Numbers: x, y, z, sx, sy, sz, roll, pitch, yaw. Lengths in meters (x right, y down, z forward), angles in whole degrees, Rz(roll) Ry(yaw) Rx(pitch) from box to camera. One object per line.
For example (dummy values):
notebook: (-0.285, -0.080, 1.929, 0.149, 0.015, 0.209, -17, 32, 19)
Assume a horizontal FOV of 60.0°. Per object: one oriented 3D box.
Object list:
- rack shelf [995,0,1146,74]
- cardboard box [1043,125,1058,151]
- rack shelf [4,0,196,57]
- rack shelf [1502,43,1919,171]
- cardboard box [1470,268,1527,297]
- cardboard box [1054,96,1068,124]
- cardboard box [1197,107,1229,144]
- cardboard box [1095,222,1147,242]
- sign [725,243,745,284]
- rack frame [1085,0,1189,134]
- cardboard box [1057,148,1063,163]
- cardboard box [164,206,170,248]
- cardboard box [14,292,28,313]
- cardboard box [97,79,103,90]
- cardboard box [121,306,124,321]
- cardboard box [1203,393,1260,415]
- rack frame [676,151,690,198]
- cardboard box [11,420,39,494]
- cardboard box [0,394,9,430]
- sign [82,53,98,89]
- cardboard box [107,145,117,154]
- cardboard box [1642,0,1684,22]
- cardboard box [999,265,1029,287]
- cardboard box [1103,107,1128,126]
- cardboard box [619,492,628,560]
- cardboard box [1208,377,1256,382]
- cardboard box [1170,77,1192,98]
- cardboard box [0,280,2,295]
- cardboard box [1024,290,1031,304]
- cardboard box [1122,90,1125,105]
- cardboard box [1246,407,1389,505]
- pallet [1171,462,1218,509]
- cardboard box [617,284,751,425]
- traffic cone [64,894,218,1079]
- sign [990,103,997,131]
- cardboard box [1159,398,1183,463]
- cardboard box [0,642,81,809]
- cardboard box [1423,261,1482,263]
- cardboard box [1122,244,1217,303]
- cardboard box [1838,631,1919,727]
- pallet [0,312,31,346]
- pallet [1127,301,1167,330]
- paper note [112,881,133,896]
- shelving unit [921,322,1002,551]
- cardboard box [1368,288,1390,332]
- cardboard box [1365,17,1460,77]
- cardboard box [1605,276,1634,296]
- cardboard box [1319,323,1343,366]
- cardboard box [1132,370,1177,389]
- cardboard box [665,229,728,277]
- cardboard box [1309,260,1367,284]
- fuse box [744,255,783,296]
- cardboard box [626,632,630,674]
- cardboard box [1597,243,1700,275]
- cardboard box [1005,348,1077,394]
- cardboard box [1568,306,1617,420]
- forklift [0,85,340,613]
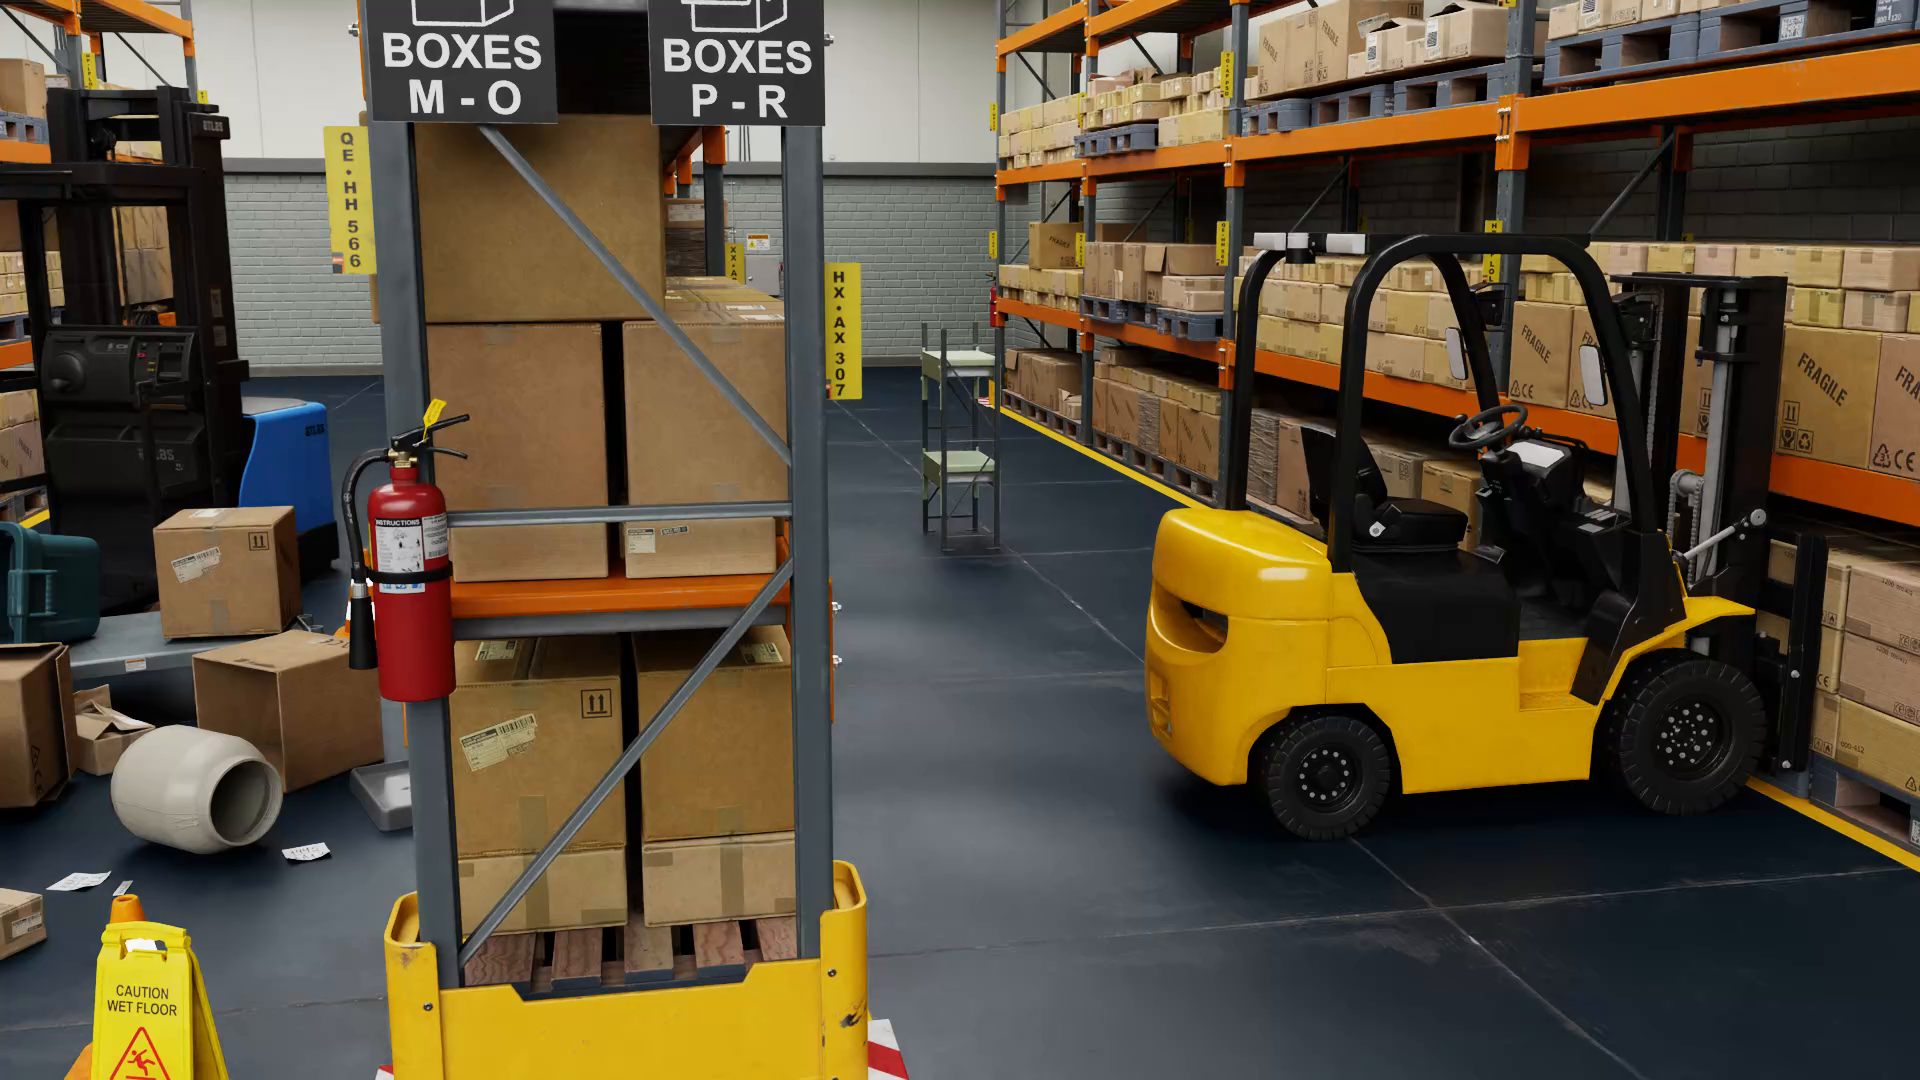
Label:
rack shelf: (1.326, -5.396, 17.910, 1.077, 0.370, 4.000, -2, 11, -11)
cardboard box: (1.176, -4.251, 17.594, 0.500, 0.250, 0.500, -2, 11, -10)
rack shelf: (-8.378, -5.016, 15.915, 1.077, 0.370, 4.000, -2, 11, -11)
rack shelf: (3.660, -1.723, 6.627, 1.077, 0.370, 4.000, -2, 11, -11)
cardboard box: (2.987, -1.392, 8.984, 0.380, 0.149, 0.250, -2, 11, -9)
cardboard box: (1.274, -4.405, 17.063, 0.500, 0.250, 0.500, -2, 11, -12)
cardboard box: (2.155, -3.188, 12.804, 0.500, 0.250, 0.500, -2, 11, -13)
cardboard box: (1.687, -3.160, 17.878, 0.500, 0.500, 0.500, -2, 11, -13)
sign: (-1.066, -1.235, 7.846, 0.100, 0.325, 0.005, -2, 11, -11)
rack frame: (1.715, -5.384, 15.915, 1.000, 3.000, 0.127, -2, 11, -11)
cardboard box: (1.224, -3.982, 17.244, 0.380, 0.149, 0.250, -2, 11, -11)
cardboard box: (-8.225, -3.214, 16.824, 0.500, 0.500, 0.500, -2, 11, -8)
cardboard box: (-7.461, -1.835, 12.866, 0.380, 0.149, 0.250, -2, 11, -9)
cardboard box: (-7.828, -4.012, 14.726, 0.380, 0.149, 0.250, -3, 11, -13)
cardboard box: (-7.949, -2.089, 15.322, 0.380, 0.149, 0.250, -3, 11, -14)
cardboard box: (2.149, -1.081, 13.183, 0.380, 0.149, 0.250, -3, 11, -14)
rack frame: (-2.375, -1.522, 11.670, 1.000, 3.000, 0.127, -2, 11, -11)
cardboard box: (-7.304, -0.627, 12.529, 0.500, 0.500, 0.500, -2, 11, -12)
cardboard box: (-7.206, -0.898, 11.951, 0.500, 0.250, 0.500, -2, 11, -12)
sign: (-7.445, -3.999, 14.225, 0.100, 0.325, 0.005, -2, 11, -11)
cardboard box: (-7.820, -3.551, 14.711, 0.500, 0.250, 0.500, -2, 11, -8)
cardboard box: (3.210, -2.341, 7.231, 0.380, 0.149, 0.250, -2, 11, -9)
cardboard box: (0.761, -3.150, 19.828, 0.500, 0.250, 0.500, -2, 11, -11)
cardboard box: (1.510, -3.832, 15.065, 0.380, 0.149, 0.250, -2, 11, -10)
cardboard box: (-0.745, -0.047, 4.592, 0.380, 0.149, 0.250, -2, 11, -10)
cardboard box: (2.394, -1.342, 14.554, 0.380, 0.149, 0.250, -2, 11, -11)
cardboard box: (1.935, -3.689, 13.573, 0.380, 0.149, 0.250, -2, 11, -12)
cardboard box: (-7.360, -1.884, 12.328, 0.380, 0.149, 0.250, -2, 11, -12)
cardboard box: (0.934, -2.739, 18.734, 0.380, 0.149, 0.250, -2, 11, -13)
cardboard box: (1.656, -3.932, 14.797, 0.380, 0.149, 0.250, -2, 11, -10)
cardboard box: (2.601, -0.628, 12.201, 0.875, 0.625, 0.625, -2, 11, -9)
pallet: (2.385, -0.472, 13.609, 1.003, 0.211, 1.213, -2, 11, -11)
cardboard box: (-1.054, -0.722, 6.404, 0.500, 0.500, 0.500, -2, 11, -9)
traffic cone: (-2.168, 1.160, 4.366, 0.336, 0.463, 0.334, -2, 11, -11)
sign: (0.405, -5.053, 19.865, 0.100, 0.325, 0.005, -2, 11, -11)
cardboard box: (2.009, -0.939, 14.171, 0.500, 0.500, 0.500, -2, 11, -9)
cardboard box: (-3.834, 0.704, 6.290, 0.797, 0.637, 0.503, -2, 11, -11)
cardboard box: (3.163, -1.691, 10.555, 0.380, 0.149, 0.250, -2, 11, -11)
cardboard box: (1.843, -2.356, 14.664, 0.700, 0.500, 0.500, -2, 11, -11)
cardboard box: (3.561, 0.493, 5.979, 0.500, 0.250, 0.500, -2, 11, -12)
pallet: (-7.636, -1.591, 12.545, 1.003, 0.211, 1.213, -2, 11, -11)
pallet: (2.111, -1.965, 14.513, 1.003, 0.211, 1.213, -2, 11, -11)
paper note: (-2.798, 1.163, 5.558, 0.032, 0.001, 0.123, -2, 11, -11)
shelving unit: (0.001, -0.736, 11.550, 0.431, 1.500, 0.755, -2, 11, -11)
cardboard box: (2.724, -1.410, 10.147, 0.500, 0.250, 0.500, -2, 11, -10)
cardboard box: (2.742, -2.919, 9.837, 0.500, 0.311, 0.500, -3, 11, -13)
cardboard box: (3.180, -1.127, 7.593, 0.380, 0.149, 0.250, -2, 11, -10)
cardboard box: (2.639, -1.257, 10.681, 0.500, 0.250, 0.500, -2, 11, -9)
cardboard box: (1.794, -1.467, 15.207, 0.380, 0.149, 0.250, -2, 11, -11)
cardboard box: (-1.407, -1.286, 8.246, 0.500, 0.500, 0.500, -2, 11, -10)
cardboard box: (2.528, -1.765, 10.947, 0.380, 0.149, 0.250, -2, 11, -10)
fuse box: (-2.962, -3.439, 25.189, 0.539, 1.711, 0.414, -2, 11, -11)
cardboard box: (-1.532, 0.299, 6.330, 0.500, 0.500, 0.500, -2, 11, -8)
cardboard box: (3.240, -1.323, 7.827, 0.380, 0.149, 0.250, -2, 11, -12)
cardboard box: (0.963, -2.035, 19.918, 0.797, 0.503, 0.637, -3, 11, -13)
cardboard box: (3.219, -0.833, 7.782, 0.500, 0.500, 0.500, -2, 11, -10)
forklift: (-4.776, -1.008, 9.154, 1.130, 2.935, 3.031, 2, 11, 10)
